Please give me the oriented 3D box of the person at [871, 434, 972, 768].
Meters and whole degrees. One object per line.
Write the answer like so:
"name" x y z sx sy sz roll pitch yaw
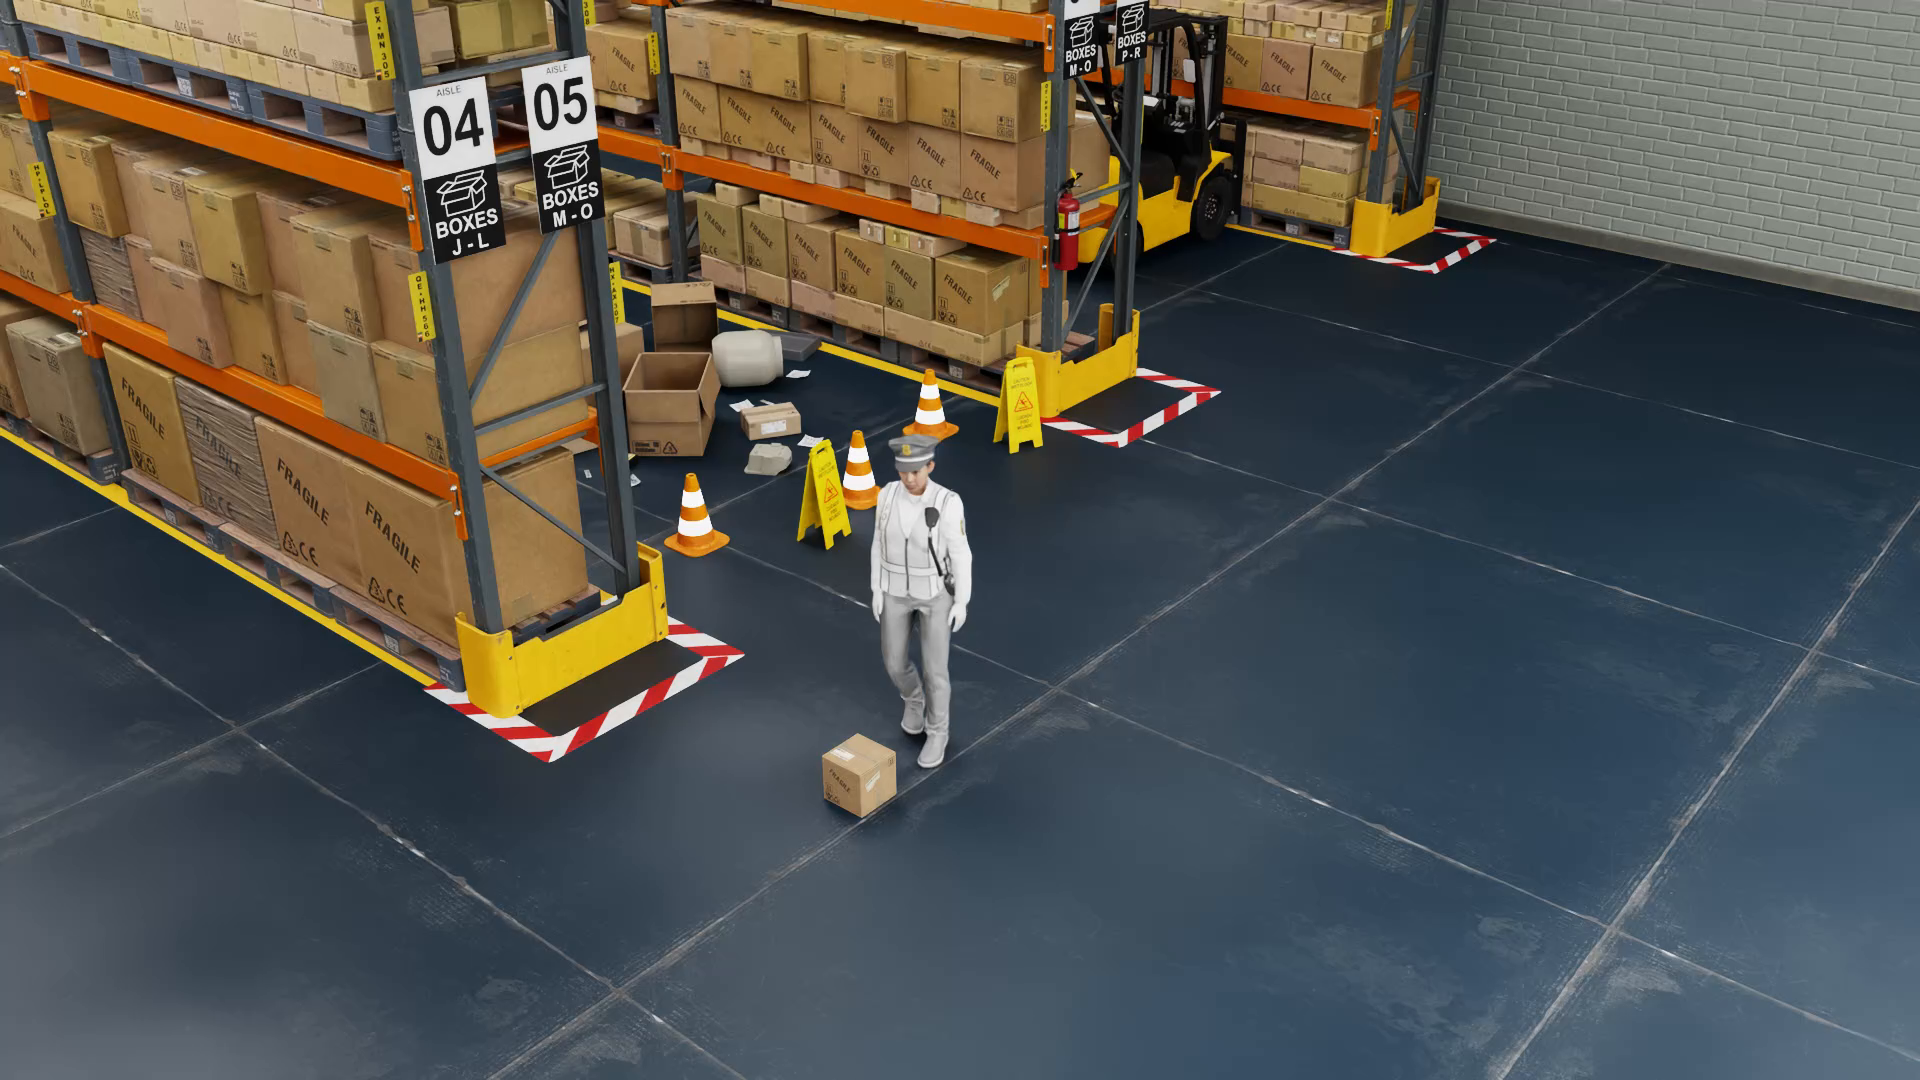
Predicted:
"person" -0.195 0.271 8.065 0.507 1.682 0.480 8 29 15
